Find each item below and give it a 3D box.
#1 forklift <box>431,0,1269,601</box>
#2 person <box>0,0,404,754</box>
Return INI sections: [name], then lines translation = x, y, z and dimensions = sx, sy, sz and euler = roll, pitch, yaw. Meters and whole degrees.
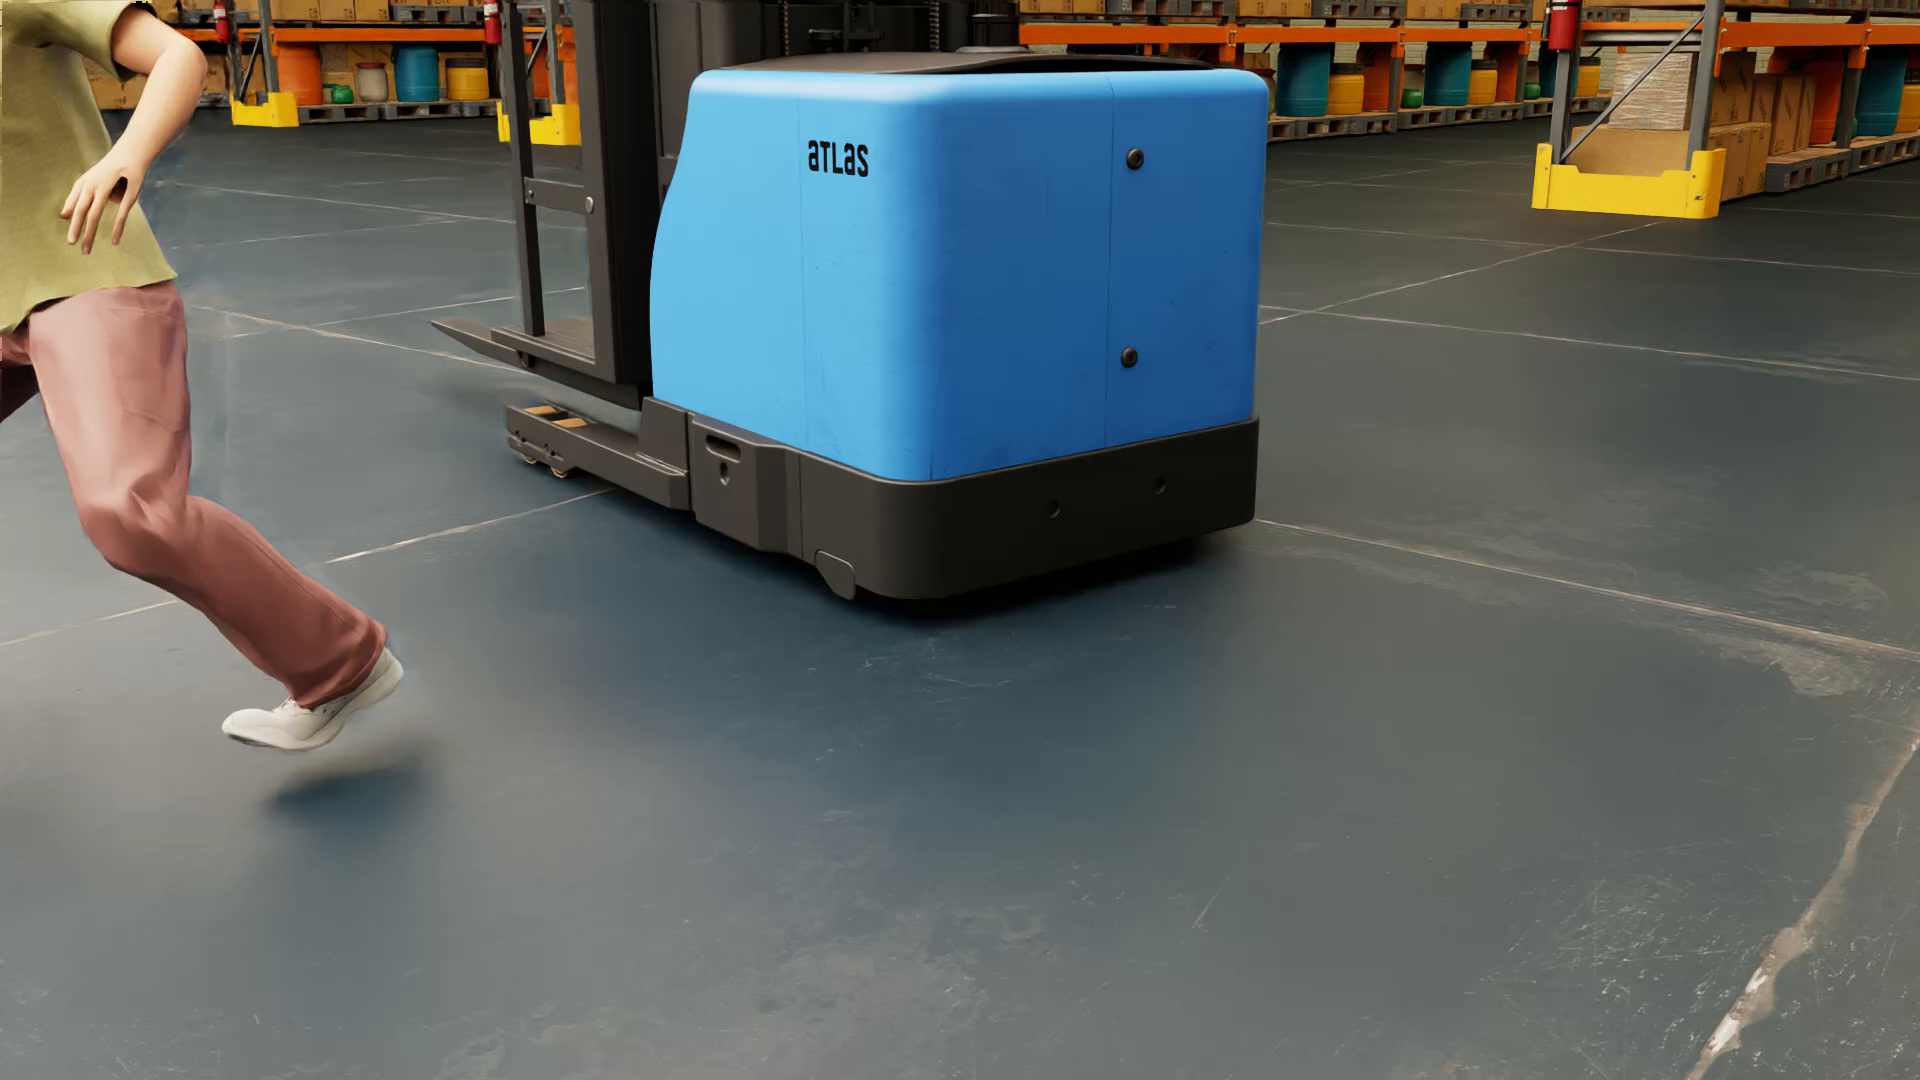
[forklift]
translation = -0.607, -1.643, 4.309
dimensions = 1.130, 2.935, 3.031
euler = -13, 21, -36
[person]
translation = -1.493, -0.328, 2.568
dimensions = 1.054, 1.611, 0.547
euler = 7, 18, 22
